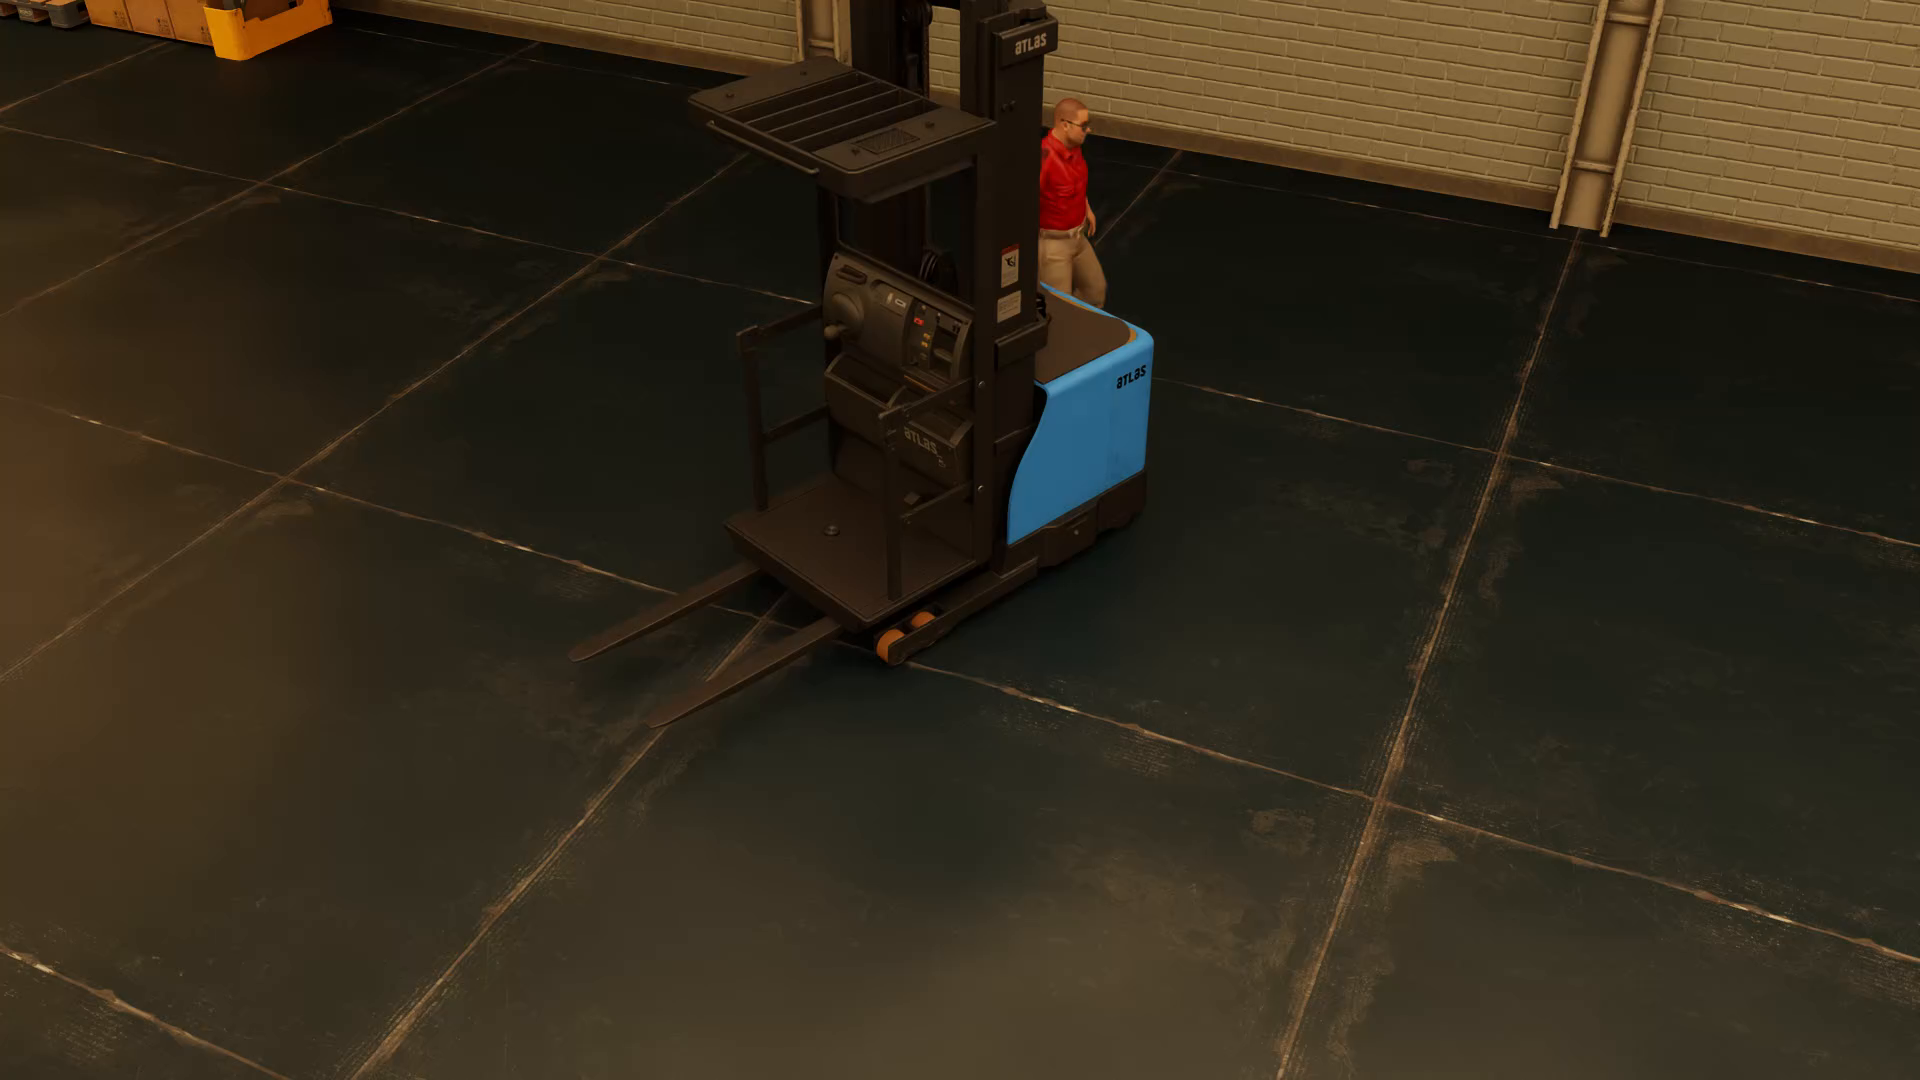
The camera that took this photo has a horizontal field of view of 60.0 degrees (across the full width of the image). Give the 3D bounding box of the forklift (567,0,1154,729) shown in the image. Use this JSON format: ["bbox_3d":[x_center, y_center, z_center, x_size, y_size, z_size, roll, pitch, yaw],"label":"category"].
[{"bbox_3d":[-0.444,-0.950,7.419,3.031,2.935,1.130,-29,44,-34],"label":"forklift"}]

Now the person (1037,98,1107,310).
[{"bbox_3d":[0.639,-1.697,9.534,0.547,1.693,0.823,16,39,22],"label":"person"}]
